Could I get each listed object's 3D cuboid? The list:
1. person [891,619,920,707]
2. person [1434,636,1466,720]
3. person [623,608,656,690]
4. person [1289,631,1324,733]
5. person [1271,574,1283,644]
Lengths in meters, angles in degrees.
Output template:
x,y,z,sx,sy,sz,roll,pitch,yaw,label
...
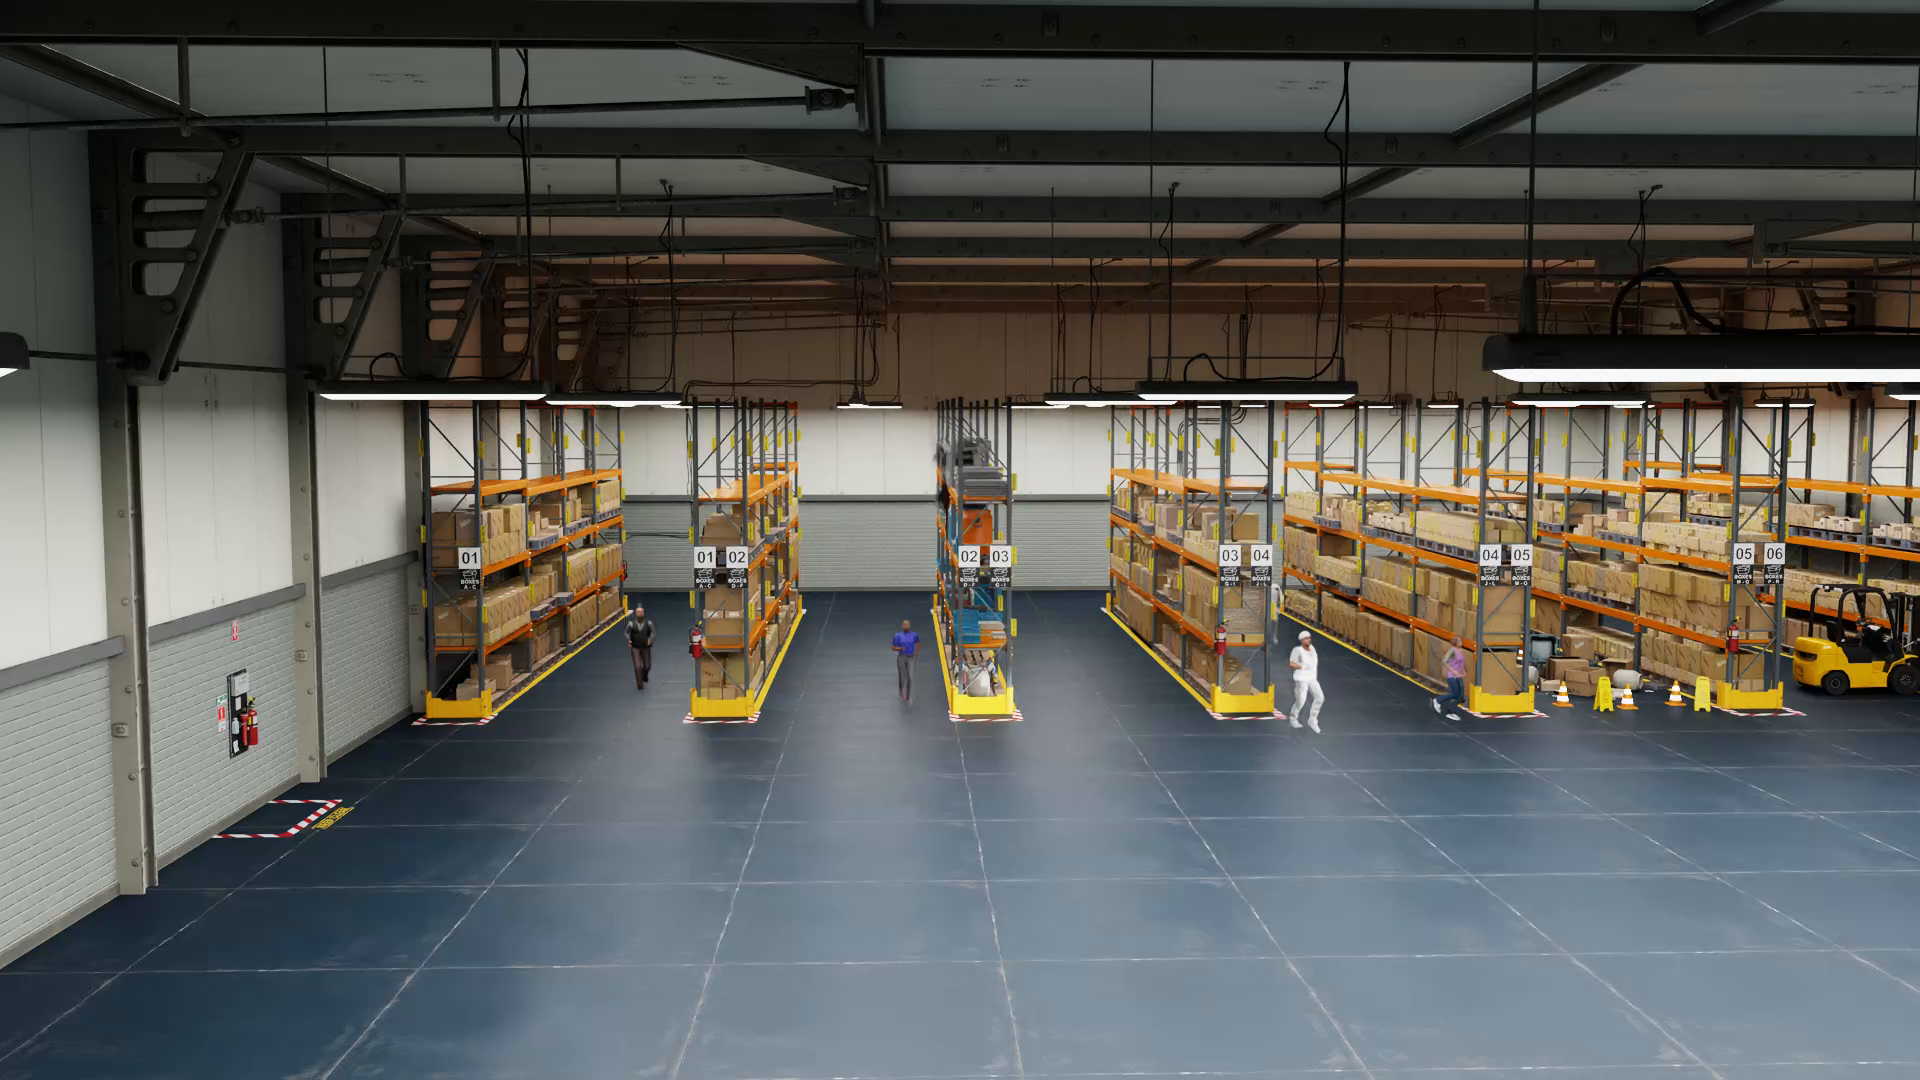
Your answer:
x,y,z,sx,sy,sz,roll,pitch,yaw,label
-1.046,2.367,32.408,0.582,1.653,0.898,0,4,-5,person
9.190,2.558,31.076,0.563,1.560,0.544,-4,6,-43,person
-6.606,2.234,34.341,0.661,1.675,0.608,-1,5,-15,person
6.186,2.535,29.752,0.720,1.823,0.652,-3,5,-36,person
7.726,1.680,41.404,0.602,1.729,0.919,0,4,-2,person
